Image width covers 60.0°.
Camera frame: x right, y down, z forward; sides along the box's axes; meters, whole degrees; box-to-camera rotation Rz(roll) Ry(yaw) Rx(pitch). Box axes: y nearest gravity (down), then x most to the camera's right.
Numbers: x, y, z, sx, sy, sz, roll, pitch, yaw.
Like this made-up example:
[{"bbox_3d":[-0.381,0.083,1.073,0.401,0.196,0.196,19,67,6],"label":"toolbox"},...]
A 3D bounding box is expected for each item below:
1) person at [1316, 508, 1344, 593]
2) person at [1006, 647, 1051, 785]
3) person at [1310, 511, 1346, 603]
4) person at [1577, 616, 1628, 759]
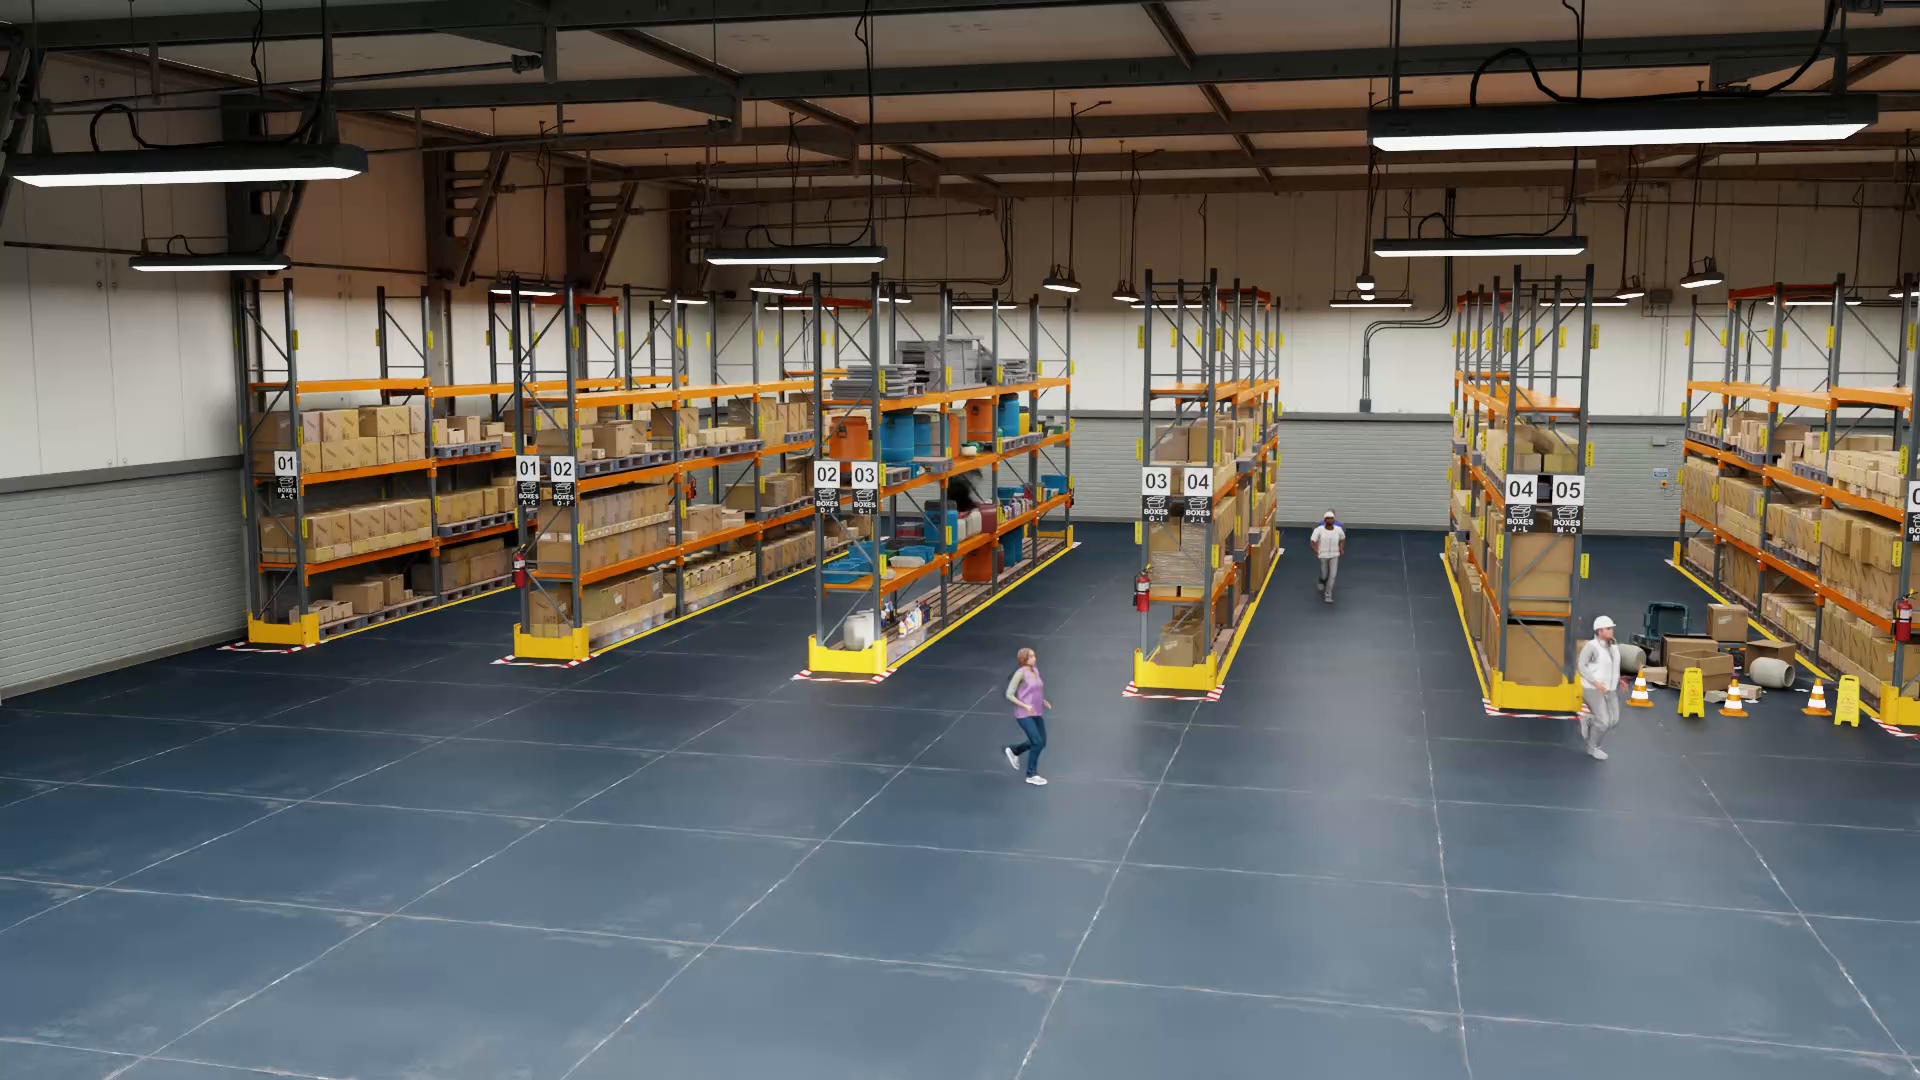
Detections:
[{"bbox_3d":[7.377,0.187,33.213,0.575,1.636,0.941,1,7,10],"label":"person"},{"bbox_3d":[0.732,1.979,18.858,0.608,1.549,0.538,5,9,37],"label":"person"},{"bbox_3d":[7.088,0.317,31.981,0.700,1.739,0.801,0,7,2],"label":"person"},{"bbox_3d":[7.687,1.760,20.073,0.644,1.724,0.620,-4,8,-27],"label":"person"}]
